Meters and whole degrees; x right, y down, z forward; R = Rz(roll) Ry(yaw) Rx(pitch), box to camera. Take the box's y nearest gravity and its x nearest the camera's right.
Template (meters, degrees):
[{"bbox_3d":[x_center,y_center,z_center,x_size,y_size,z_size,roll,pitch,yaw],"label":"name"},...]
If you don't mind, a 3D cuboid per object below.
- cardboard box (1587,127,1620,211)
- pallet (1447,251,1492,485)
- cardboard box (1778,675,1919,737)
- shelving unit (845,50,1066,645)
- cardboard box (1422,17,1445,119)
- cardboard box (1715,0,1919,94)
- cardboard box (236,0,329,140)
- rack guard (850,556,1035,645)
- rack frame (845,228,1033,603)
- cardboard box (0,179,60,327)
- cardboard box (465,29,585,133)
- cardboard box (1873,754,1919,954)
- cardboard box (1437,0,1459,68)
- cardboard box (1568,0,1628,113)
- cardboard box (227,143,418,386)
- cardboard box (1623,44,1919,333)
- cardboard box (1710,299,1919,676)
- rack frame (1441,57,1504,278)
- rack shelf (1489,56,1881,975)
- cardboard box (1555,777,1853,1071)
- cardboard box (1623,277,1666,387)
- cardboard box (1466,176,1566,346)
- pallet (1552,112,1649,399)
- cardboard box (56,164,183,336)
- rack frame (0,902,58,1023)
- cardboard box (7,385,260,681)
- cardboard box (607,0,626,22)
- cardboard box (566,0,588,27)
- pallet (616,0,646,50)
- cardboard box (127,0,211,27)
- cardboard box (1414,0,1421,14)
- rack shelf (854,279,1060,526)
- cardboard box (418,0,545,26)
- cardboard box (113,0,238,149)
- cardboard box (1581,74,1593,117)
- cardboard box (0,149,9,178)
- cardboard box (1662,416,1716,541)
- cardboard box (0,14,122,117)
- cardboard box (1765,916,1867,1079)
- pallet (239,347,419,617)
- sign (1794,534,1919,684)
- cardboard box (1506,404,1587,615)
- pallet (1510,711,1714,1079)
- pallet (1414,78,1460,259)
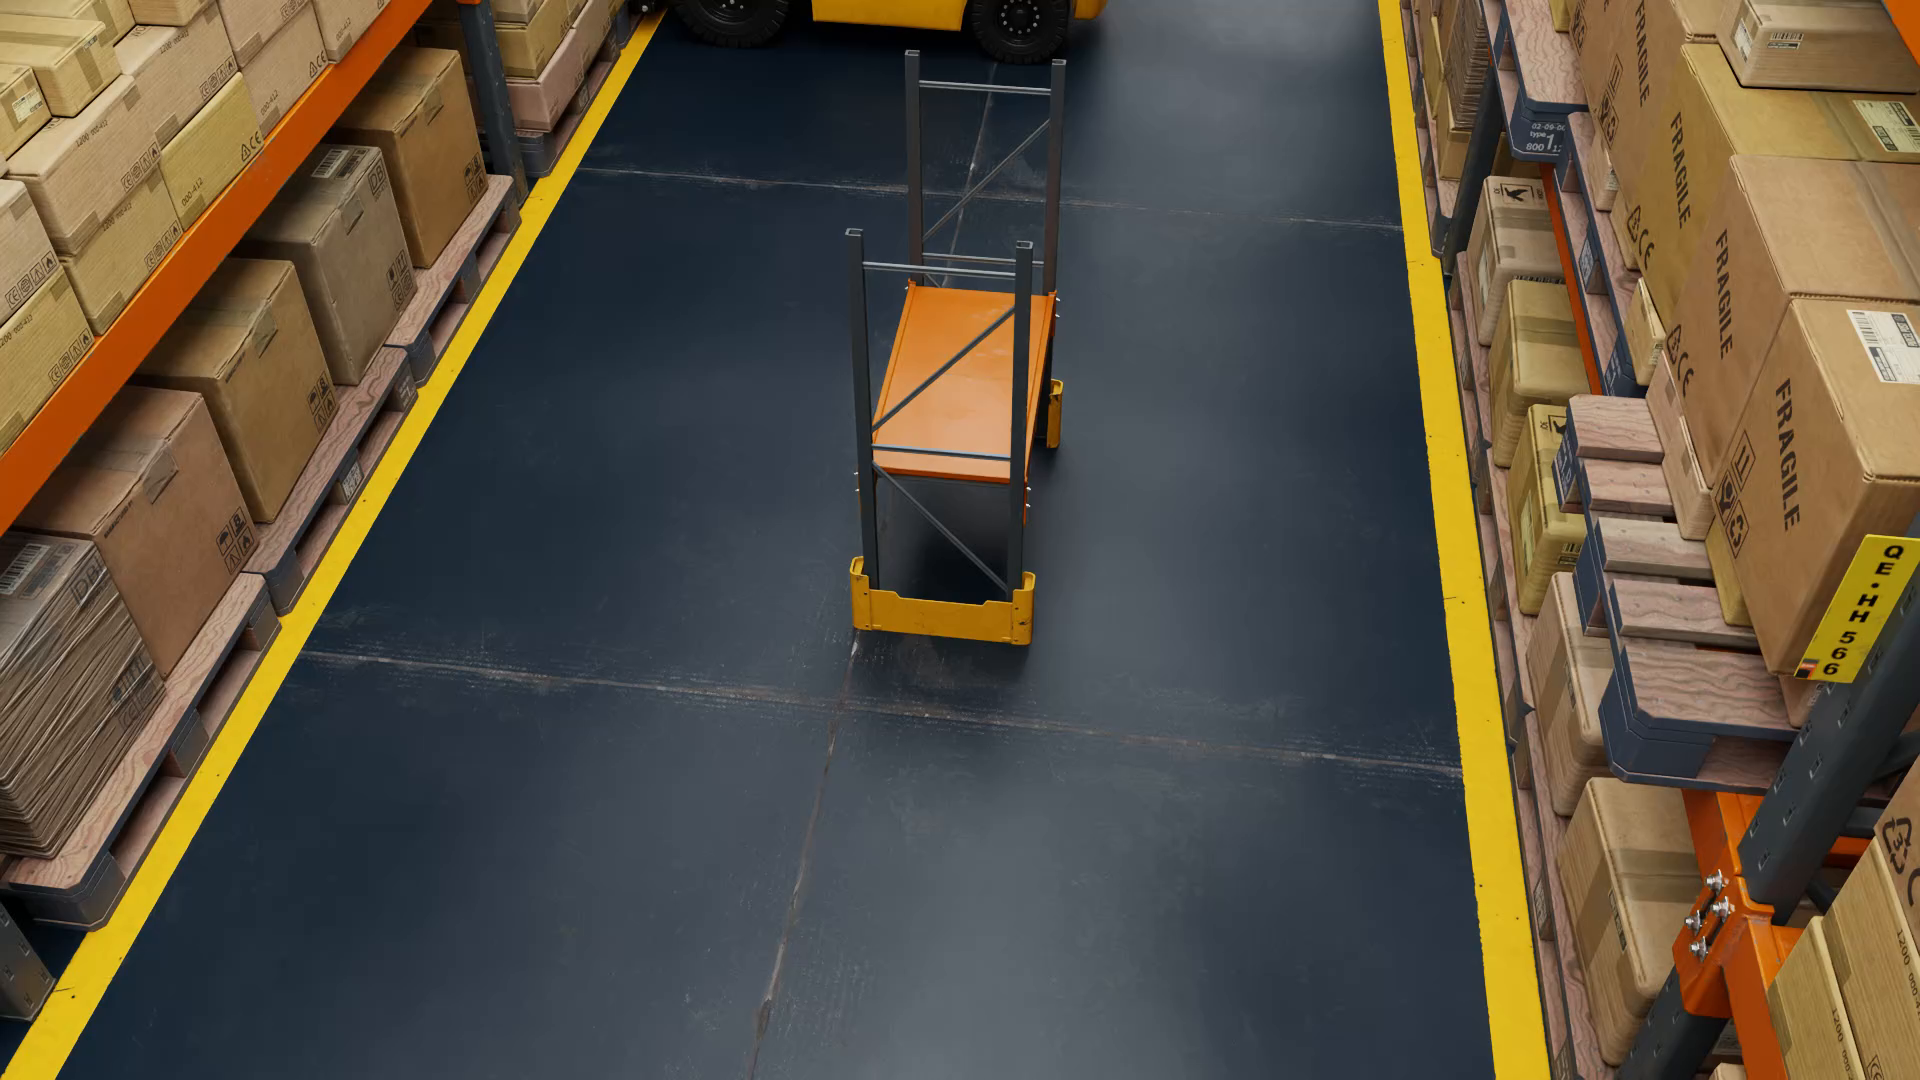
[{"bbox_3d":[1.924,-1.004,4.506,0.380,0.149,0.250,7,44,7],"label":"cardboard box"},{"bbox_3d":[2.409,-0.633,6.265,1.003,0.211,1.213,5,44,6],"label":"pallet"},{"bbox_3d":[1.792,0.244,3.188,0.380,0.149,0.250,7,44,7],"label":"cardboard box"},{"bbox_3d":[0.010,-0.597,5.289,0.587,1.500,1.083,5,44,6],"label":"shelving unit"},{"bbox_3d":[2.383,-2.121,7.503,0.500,0.250,0.500,4,44,4],"label":"cardboard box"},{"bbox_3d":[1.918,-1.123,3.688,0.380,0.149,0.250,3,44,4],"label":"cardboard box"},{"bbox_3d":[-2.375,-1.524,5.287,0.500,0.250,0.500,5,44,6],"label":"cardboard box"},{"bbox_3d":[-0.056,0.197,5.360,0.587,0.250,0.087,5,44,6],"label":"rack guard"},{"bbox_3d":[-0.056,-0.256,4.930,0.500,1.500,0.032,5,44,6],"label":"rack frame"},{"bbox_3d":[-2.571,-0.647,3.997,0.500,0.250,0.500,7,44,7],"label":"cardboard box"},{"bbox_3d":[-2.018,-2.078,7.458,0.500,0.250,0.500,6,44,6],"label":"cardboard box"},{"bbox_3d":[1.674,0.464,2.278,0.500,0.500,0.500,4,44,4],"label":"cardboard box"},{"bbox_3d":[2.388,-2.377,7.228,0.500,0.500,0.500,6,44,6],"label":"cardboard box"},{"bbox_3d":[2.019,-1.502,4.560,0.500,0.500,0.500,5,44,5],"label":"cardboard box"},{"bbox_3d":[-2.578,-1.030,6.078,0.875,0.625,0.625,5,44,5],"label":"cardboard box"},{"bbox_3d":[1.889,-0.779,3.797,0.500,0.500,0.500,3,43,3],"label":"cardboard box"},{"bbox_3d":[1.766,-0.082,3.060,0.500,0.500,0.500,4,44,4],"label":"cardboard box"},{"bbox_3d":[2.510,-2.176,5.867,1.000,3.000,0.127,5,44,6],"label":"rack frame"},{"bbox_3d":[2.246,-0.552,4.674,1.077,0.370,4.000,5,44,6],"label":"rack shelf"},{"bbox_3d":[2.066,0.968,4.152,0.950,0.372,0.625,3,43,3],"label":"cardboard box"},{"bbox_3d":[1.808,-0.481,3.953,0.380,0.149,0.250,6,44,6],"label":"cardboard box"},{"bbox_3d":[2.443,-1.017,6.248,0.950,0.372,0.625,6,44,6],"label":"cardboard box"},{"bbox_3d":[2.203,-0.733,4.482,1.003,0.211,1.213,5,44,6],"label":"pallet"},{"bbox_3d":[-2.506,-0.818,4.542,0.500,0.250,0.500,4,44,4],"label":"cardboard box"},{"bbox_3d":[-2.939,0.101,3.461,1.000,3.000,0.127,5,44,6],"label":"rack frame"},{"bbox_3d":[-2.765,-0.059,5.052,0.875,0.625,0.625,7,44,7],"label":"cardboard box"},{"bbox_3d":[-1.914,-2.777,8.196,0.500,0.250,0.500,6,44,6],"label":"cardboard box"},{"bbox_3d":[-1.976,-2.605,7.651,0.500,0.250,0.500,5,44,5],"label":"cardboard box"},{"bbox_3d":[-2.105,-2.984,8.748,1.003,0.211,1.213,5,44,6],"label":"pallet"},{"bbox_3d":[-2.333,-1.582,4.695,0.380,0.149,0.250,4,44,4],"label":"cardboard box"},{"bbox_3d":[2.524,-2.811,8.232,0.500,0.250,0.500,8,44,8],"label":"cardboard box"},{"bbox_3d":[0.011,-0.472,5.419,0.538,0.185,1.000,5,44,6],"label":"rack shelf"},{"bbox_3d":[-2.035,-2.443,7.116,0.500,0.250,0.500,5,44,5],"label":"cardboard box"},{"bbox_3d":[-2.441,-1.353,4.742,0.500,0.250,0.500,6,44,6],"label":"cardboard box"},{"bbox_3d":[2.045,-1.348,4.870,0.380,0.149,0.250,6,44,6],"label":"cardboard box"},{"bbox_3d":[-2.540,-0.900,3.974,0.380,0.149,0.250,6,44,6],"label":"cardboard box"},{"bbox_3d":[1.744,-0.121,3.574,0.380,0.149,0.250,5,44,5],"label":"cardboard box"},{"bbox_3d":[-2.445,-1.242,4.335,0.380,0.149,0.250,6,44,6],"label":"cardboard box"},{"bbox_3d":[1.667,0.915,2.711,0.500,0.250,0.500,5,44,5],"label":"cardboard box"},{"bbox_3d":[-2.628,-0.273,5.884,1.003,0.211,1.213,5,44,6],"label":"pallet"},{"bbox_3d":[1.442,0.115,2.662,0.100,0.325,0.005,5,44,6],"label":"sign"},{"bbox_3d":[2.262,-0.052,5.230,0.950,0.372,0.625,7,44,7],"label":"cardboard box"},{"bbox_3d":[2.086,1.030,4.509,1.003,0.211,1.213,5,44,6],"label":"pallet"},{"bbox_3d":[2.564,-1.624,7.312,1.003,0.211,1.213,5,44,6],"label":"pallet"}]
